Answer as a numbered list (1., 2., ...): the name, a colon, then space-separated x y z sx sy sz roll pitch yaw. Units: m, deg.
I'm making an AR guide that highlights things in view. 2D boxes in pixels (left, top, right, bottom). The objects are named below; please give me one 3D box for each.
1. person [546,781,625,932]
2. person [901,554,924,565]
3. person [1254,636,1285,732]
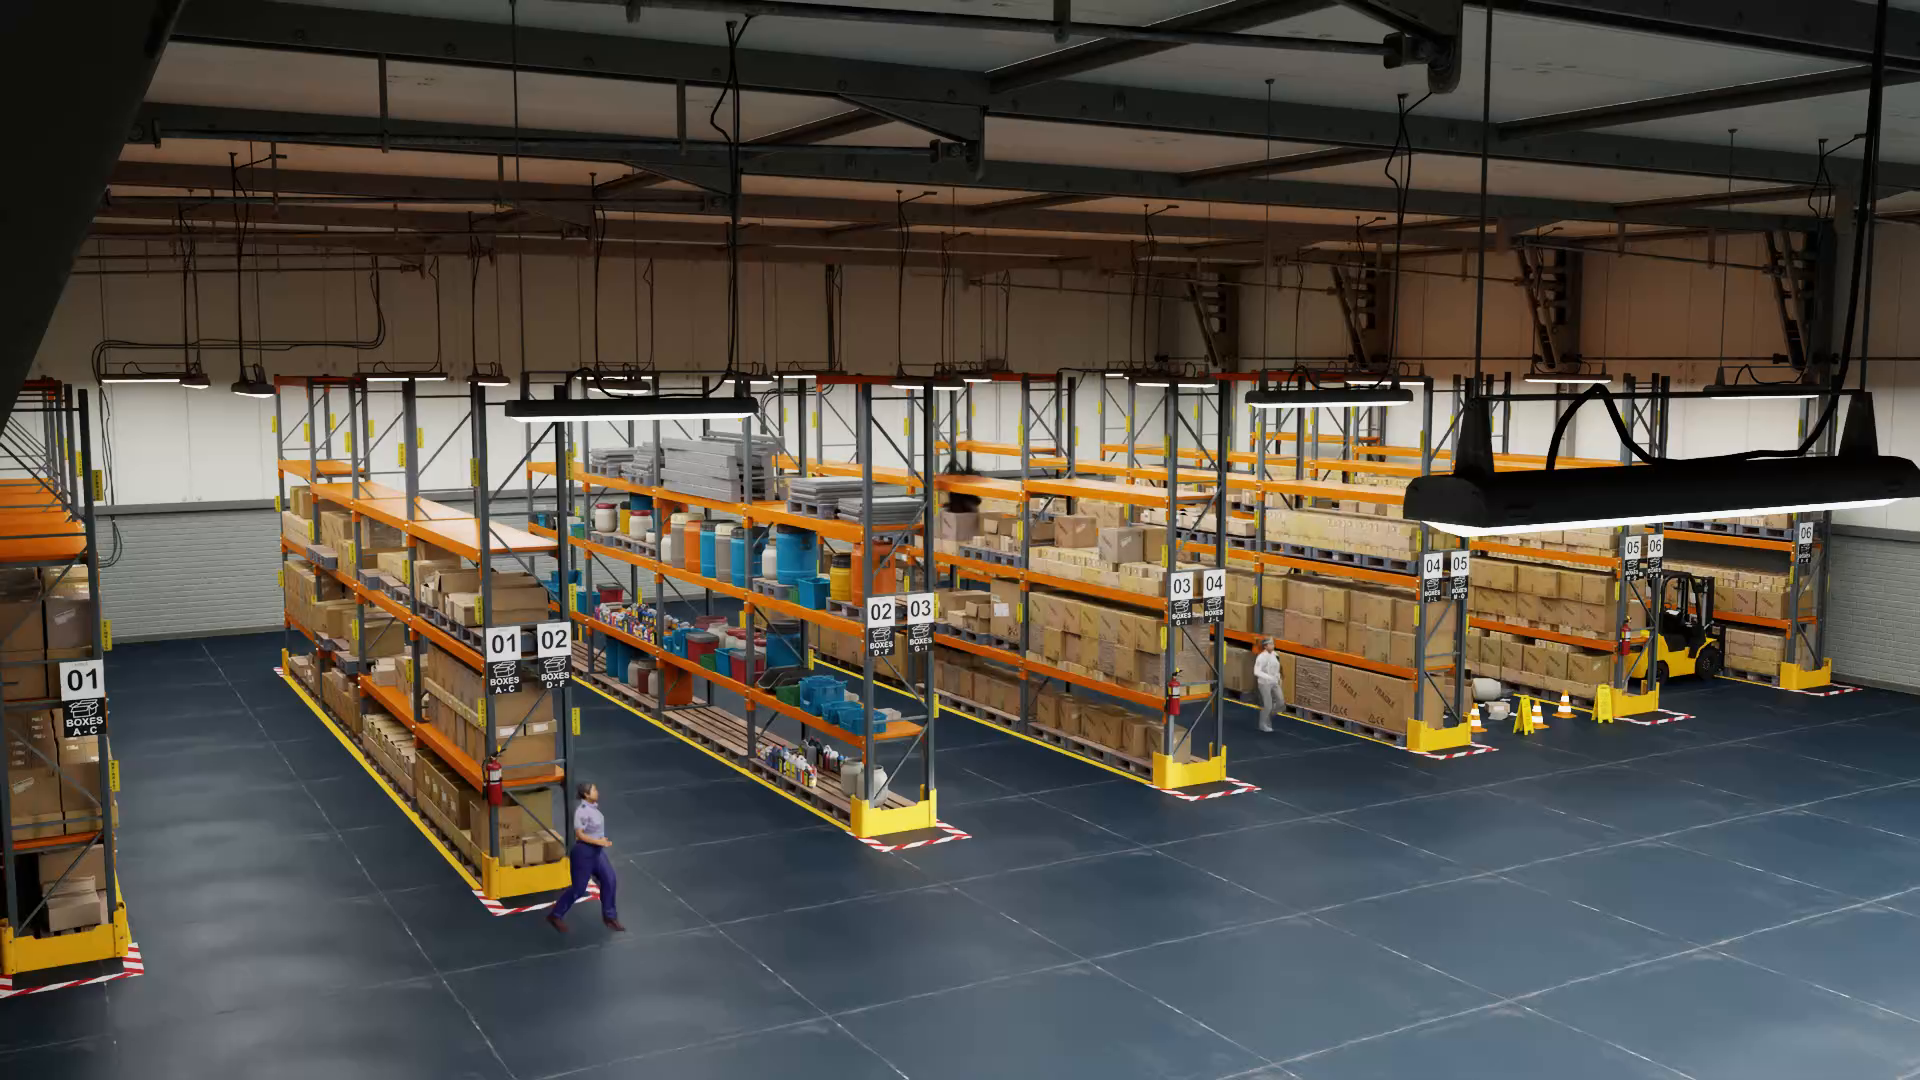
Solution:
1. person: -4.133 3.517 18.468 0.850 1.659 0.654 0 6 3
2. person: -1.220 0.927 41.461 0.694 1.799 0.940 5 8 39
3. person: 5.255 2.435 28.084 0.585 1.647 0.528 -4 7 -32
